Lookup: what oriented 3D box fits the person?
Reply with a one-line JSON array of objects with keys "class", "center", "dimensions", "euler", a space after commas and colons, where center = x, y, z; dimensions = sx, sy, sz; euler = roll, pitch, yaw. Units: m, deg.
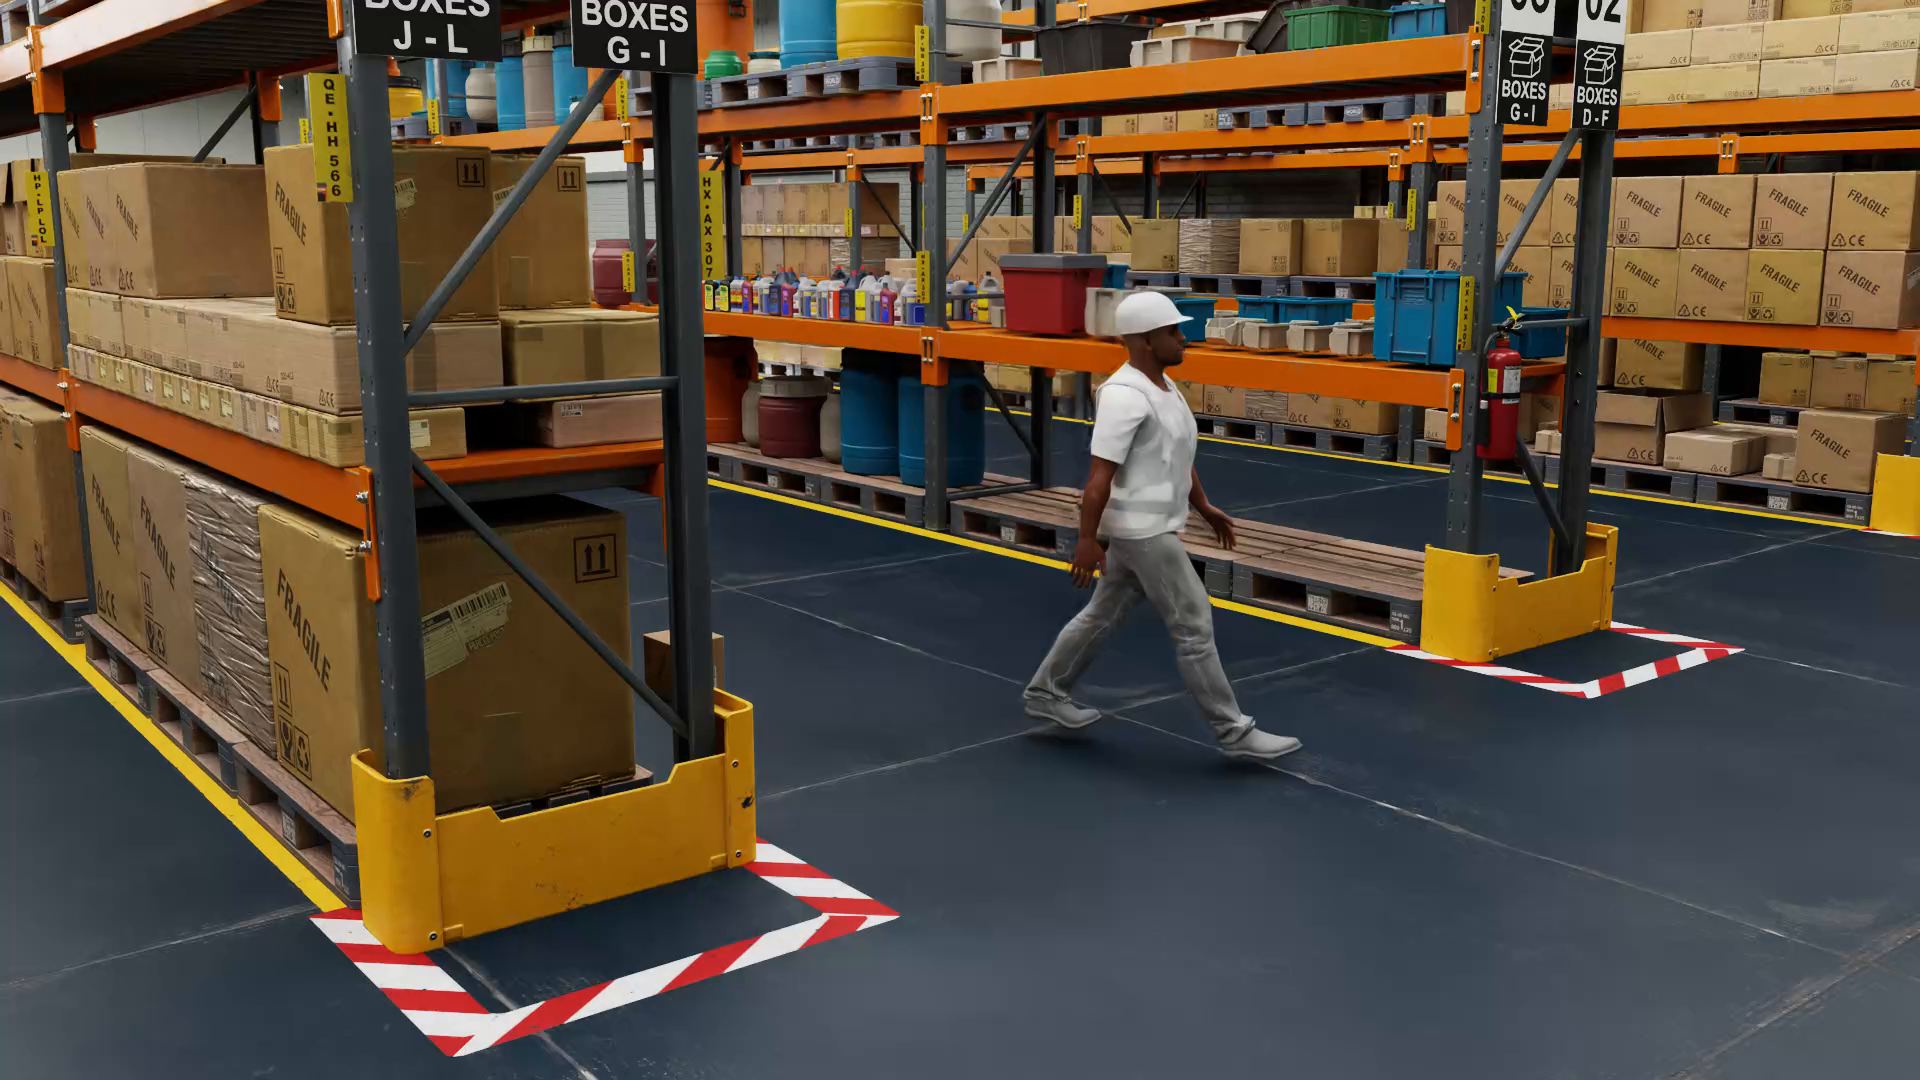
[{"class": "person", "center": [0.755, -0.060, 6.179], "dimensions": [1.090, 1.708, 0.610], "euler": [3, 11, 14]}]
